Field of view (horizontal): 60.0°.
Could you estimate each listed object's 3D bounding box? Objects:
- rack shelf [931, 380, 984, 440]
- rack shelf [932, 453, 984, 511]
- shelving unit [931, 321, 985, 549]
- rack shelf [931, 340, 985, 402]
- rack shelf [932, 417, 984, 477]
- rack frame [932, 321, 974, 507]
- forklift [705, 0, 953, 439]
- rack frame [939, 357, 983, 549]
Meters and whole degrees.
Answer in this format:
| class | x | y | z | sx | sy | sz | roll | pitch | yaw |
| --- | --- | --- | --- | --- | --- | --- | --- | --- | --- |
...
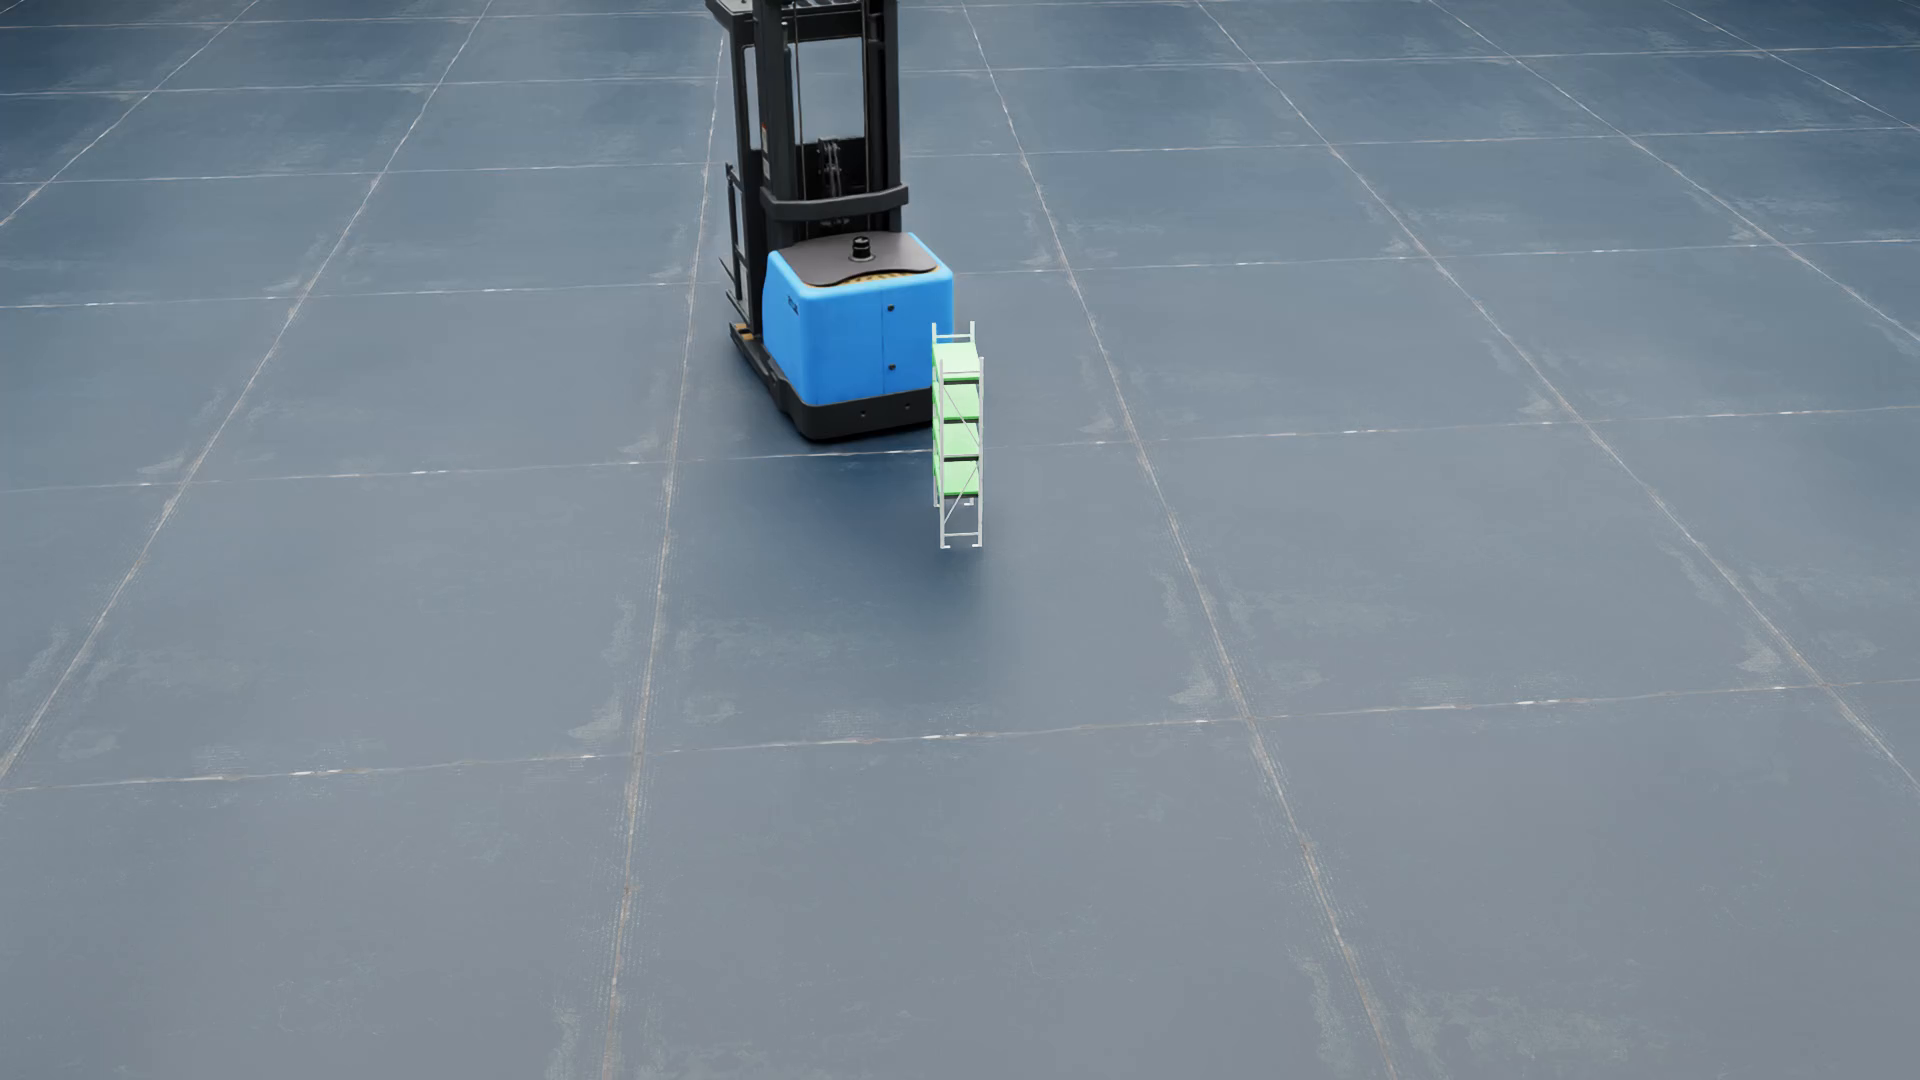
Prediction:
| class | x | y | z | sx | sy | sz | roll | pitch | yaw |
| --- | --- | --- | --- | --- | --- | --- | --- | --- | --- |
| rack shelf | -0.015 | -0.751 | 9.494 | 0.258 | 0.148 | 0.480 | -3 | 31 | -5 |
| rack shelf | -0.015 | -0.339 | 9.740 | 0.258 | 0.148 | 0.480 | -3 | 31 | -5 |
| shelving unit | -0.015 | -0.600 | 9.584 | 0.258 | 1.200 | 0.503 | -3 | 31 | -5 |
| rack shelf | -0.015 | -0.957 | 9.370 | 0.258 | 0.148 | 0.480 | -3 | 31 | -5 |
| rack shelf | -0.015 | -0.545 | 9.617 | 0.258 | 0.148 | 0.480 | -3 | 31 | -5 |
| rack frame | -0.038 | -0.724 | 9.792 | 0.240 | 1.200 | 0.015 | -3 | 31 | -5 |
| forklift | -1.030 | -2.647 | 11.323 | 1.130 | 2.935 | 3.031 | -11 | 33 | -18 |
| rack frame | 0.007 | -0.475 | 9.375 | 0.240 | 1.200 | 0.015 | -3 | 31 | -5 |
